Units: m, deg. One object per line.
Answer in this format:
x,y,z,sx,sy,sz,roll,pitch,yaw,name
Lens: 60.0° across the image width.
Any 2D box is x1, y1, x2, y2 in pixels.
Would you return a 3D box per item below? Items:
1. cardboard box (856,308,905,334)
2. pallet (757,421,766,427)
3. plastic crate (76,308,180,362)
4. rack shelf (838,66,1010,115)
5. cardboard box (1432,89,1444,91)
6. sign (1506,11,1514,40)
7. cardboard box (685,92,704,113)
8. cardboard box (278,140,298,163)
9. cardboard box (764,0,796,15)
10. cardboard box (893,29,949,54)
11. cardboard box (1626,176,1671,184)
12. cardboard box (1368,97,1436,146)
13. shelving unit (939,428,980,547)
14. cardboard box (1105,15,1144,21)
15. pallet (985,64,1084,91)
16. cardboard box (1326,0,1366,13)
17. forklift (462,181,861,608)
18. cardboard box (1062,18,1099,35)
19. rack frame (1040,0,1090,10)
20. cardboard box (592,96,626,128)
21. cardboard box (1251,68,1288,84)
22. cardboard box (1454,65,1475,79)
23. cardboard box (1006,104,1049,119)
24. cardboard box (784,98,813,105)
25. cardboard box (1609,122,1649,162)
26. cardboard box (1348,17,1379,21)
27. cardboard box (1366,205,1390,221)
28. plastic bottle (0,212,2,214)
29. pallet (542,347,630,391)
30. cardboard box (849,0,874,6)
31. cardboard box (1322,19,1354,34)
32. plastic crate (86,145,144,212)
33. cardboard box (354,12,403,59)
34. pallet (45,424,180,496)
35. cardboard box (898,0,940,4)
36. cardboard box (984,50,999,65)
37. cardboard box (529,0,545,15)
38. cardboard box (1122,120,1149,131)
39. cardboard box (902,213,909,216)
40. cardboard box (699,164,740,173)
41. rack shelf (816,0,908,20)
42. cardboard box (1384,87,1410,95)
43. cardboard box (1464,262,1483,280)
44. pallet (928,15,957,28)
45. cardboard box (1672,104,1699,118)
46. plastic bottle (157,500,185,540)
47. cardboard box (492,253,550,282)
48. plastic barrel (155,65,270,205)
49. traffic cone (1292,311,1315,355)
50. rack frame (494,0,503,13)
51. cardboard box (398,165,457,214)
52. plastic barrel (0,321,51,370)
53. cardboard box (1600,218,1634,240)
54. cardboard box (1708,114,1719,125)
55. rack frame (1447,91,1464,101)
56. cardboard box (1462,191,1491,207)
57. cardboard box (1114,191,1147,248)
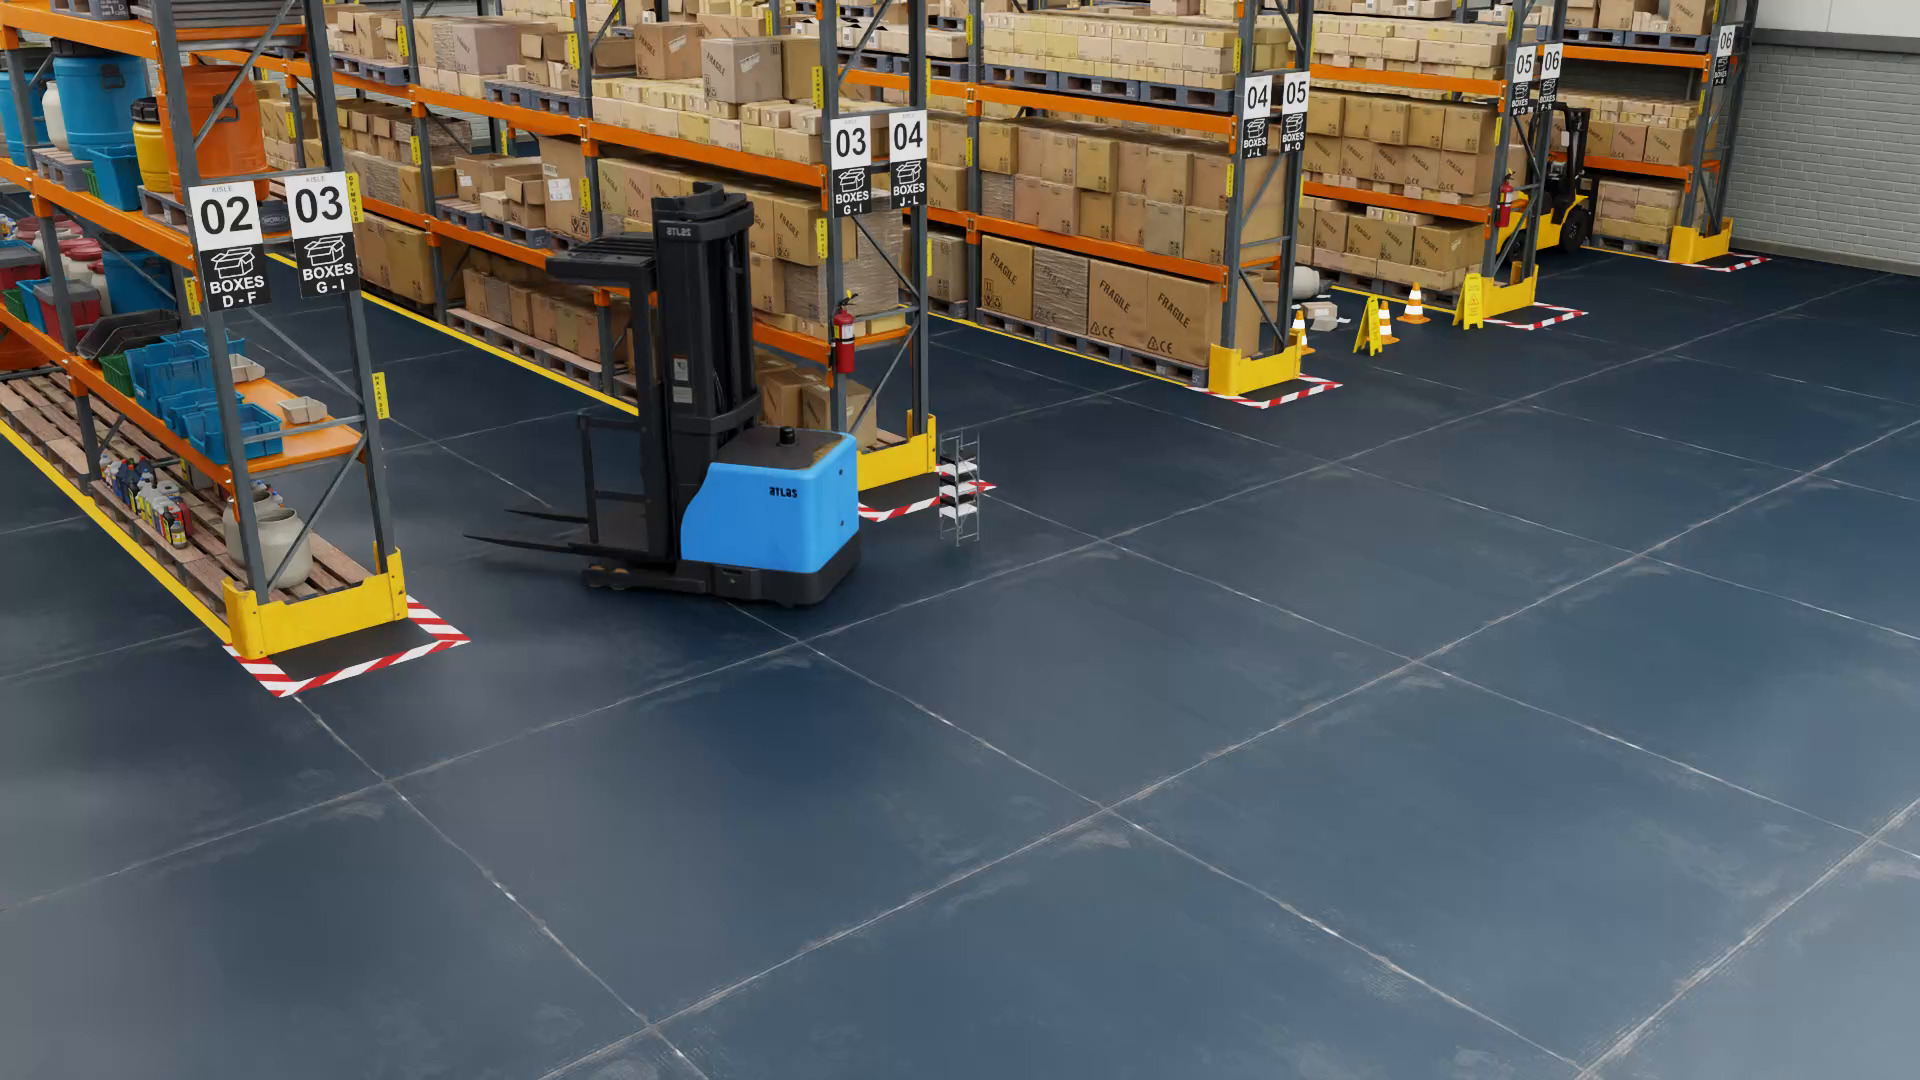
-0.704,-1.940,14.668,0.380,0.149,0.250,-17,27,-37,cardboard box
-2.044,-1.213,16.293,1.003,0.211,1.213,-17,27,-37,pallet
-6.816,-1.643,13.652,0.767,0.338,0.504,-17,27,-37,plastic crate
-0.792,-5.793,21.036,1.077,0.370,4.000,-17,27,-37,rack shelf
7.754,-7.151,26.603,0.380,0.149,0.250,-19,28,-39,cardboard box
6.375,-5.963,19.267,0.100,0.325,0.005,-17,27,-37,sign
-2.257,-3.961,15.031,0.380,0.149,0.250,-17,27,-36,cardboard box
-9.019,-5.365,22.866,0.500,0.250,0.500,-18,28,-38,cardboard box
-2.489,-7.404,22.974,0.396,0.266,0.258,-17,27,-37,cardboard box
-0.459,-6.037,20.164,0.500,0.250,0.500,-18,28,-38,cardboard box
10.068,-5.159,24.366,0.500,0.250,0.500,-17,27,-37,cardboard box
5.575,-5.278,20.931,0.700,0.500,0.500,-18,28,-38,cardboard box
-0.005,-0.421,13.326,0.258,0.900,0.210,-17,27,-37,shelving unit
1.817,-5.698,18.344,0.380,0.149,0.250,-18,28,-38,cardboard box
1.040,-5.306,18.927,1.003,0.211,1.213,-17,27,-37,pallet
6.298,-8.819,26.925,0.500,0.500,0.500,-17,27,-36,cardboard box
-2.344,-1.159,12.425,3.031,2.935,1.130,6,22,15,forklift
1.326,-5.539,17.939,0.380,0.149,0.250,-17,27,-37,cardboard box
1.587,-9.284,24.848,1.000,3.000,0.127,-17,27,-37,rack frame
-3.210,-4.168,16.105,0.500,0.250,0.500,-19,28,-39,cardboard box
3.144,-4.767,17.060,0.380,0.149,0.250,-17,27,-37,cardboard box
6.177,-5.653,20.035,0.380,0.149,0.250,-17,27,-37,cardboard box
1.078,-6.727,26.066,0.500,0.250,0.500,-18,27,-38,cardboard box
-1.337,-3.860,14.773,0.380,0.149,0.250,-18,27,-38,cardboard box
9.715,-5.728,23.860,0.500,0.500,0.500,-16,27,-36,cardboard box
5.262,-6.717,21.658,0.380,0.149,0.250,-18,28,-38,cardboard box
5.466,-4.235,21.460,0.380,0.149,0.250,-16,27,-35,cardboard box
-10.717,-3.554,18.513,0.144,0.351,0.185,-17,27,-37,plastic bottle
-3.819,-1.943,18.154,1.003,0.211,1.213,-17,27,-37,pallet
-1.683,-9.272,28.403,0.396,0.266,0.258,-16,27,-36,cardboard box
4.865,-6.596,21.350,0.380,0.149,0.250,-19,28,-39,cardboard box
-5.924,-2.586,11.884,0.392,0.384,0.575,-17,27,-37,plastic crate
-7.003,-6.139,20.219,0.500,0.500,0.500,-16,26,-35,cardboard box
-7.604,-0.757,15.126,1.003,0.211,1.213,-17,27,-37,pallet
-0.668,-8.922,27.324,0.500,0.500,0.500,-18,28,-38,cardboard box
0.494,-5.519,18.981,0.380,0.149,0.250,-18,28,-38,cardboard box
-6.567,-8.585,26.696,0.500,0.250,0.500,-17,27,-37,cardboard box
2.723,-6.264,24.244,0.500,0.500,0.500,-19,28,-39,cardboard box
-1.195,-4.002,22.097,1.050,0.750,0.750,-17,27,-37,cardboard box
-2.154,-3.342,15.987,0.500,0.500,0.500,-17,27,-37,cardboard box
-2.004,-4.931,14.724,1.077,0.370,4.000,-17,27,-37,rack shelf
6.991,-7.146,26.590,0.380,0.149,0.250,-19,28,-39,cardboard box
6.492,-3.484,21.461,0.500,0.250,0.500,-18,28,-38,cardboard box
-0.388,-8.662,27.635,0.805,0.209,1.217,-19,28,-39,pallet
10.173,-5.999,23.252,0.380,0.149,0.250,-17,27,-37,cardboard box
-6.126,-0.158,12.906,0.152,0.276,0.135,-17,27,-37,plastic bottle
-5.107,-3.199,19.336,0.500,0.250,0.500,-14,25,-32,cardboard box
-4.864,-2.638,10.829,0.600,0.830,0.708,-17,27,-37,plastic barrel
3.854,-2.377,18.920,0.336,0.463,0.334,-17,27,-37,traffic cone
-7.319,-10.288,27.412,1.000,3.000,0.127,-17,27,-37,rack frame
-6.430,-4.255,20.098,0.500,0.500,0.500,-16,27,-36,cardboard box
-10.005,-2.268,17.563,0.600,0.830,0.708,-17,27,-37,plastic barrel
9.703,-4.572,24.240,0.500,0.250,0.500,-17,27,-37,cardboard box
10.542,-5.967,23.579,0.380,0.149,0.250,-18,28,-39,cardboard box
7.956,-6.568,26.140,1.000,3.000,0.127,-17,27,-37,rack frame
6.403,-4.216,20.479,0.380,0.149,0.250,-16,27,-36,cardboard box
2.202,-3.567,18.272,0.875,0.550,0.550,-17,27,-37,cardboard box
